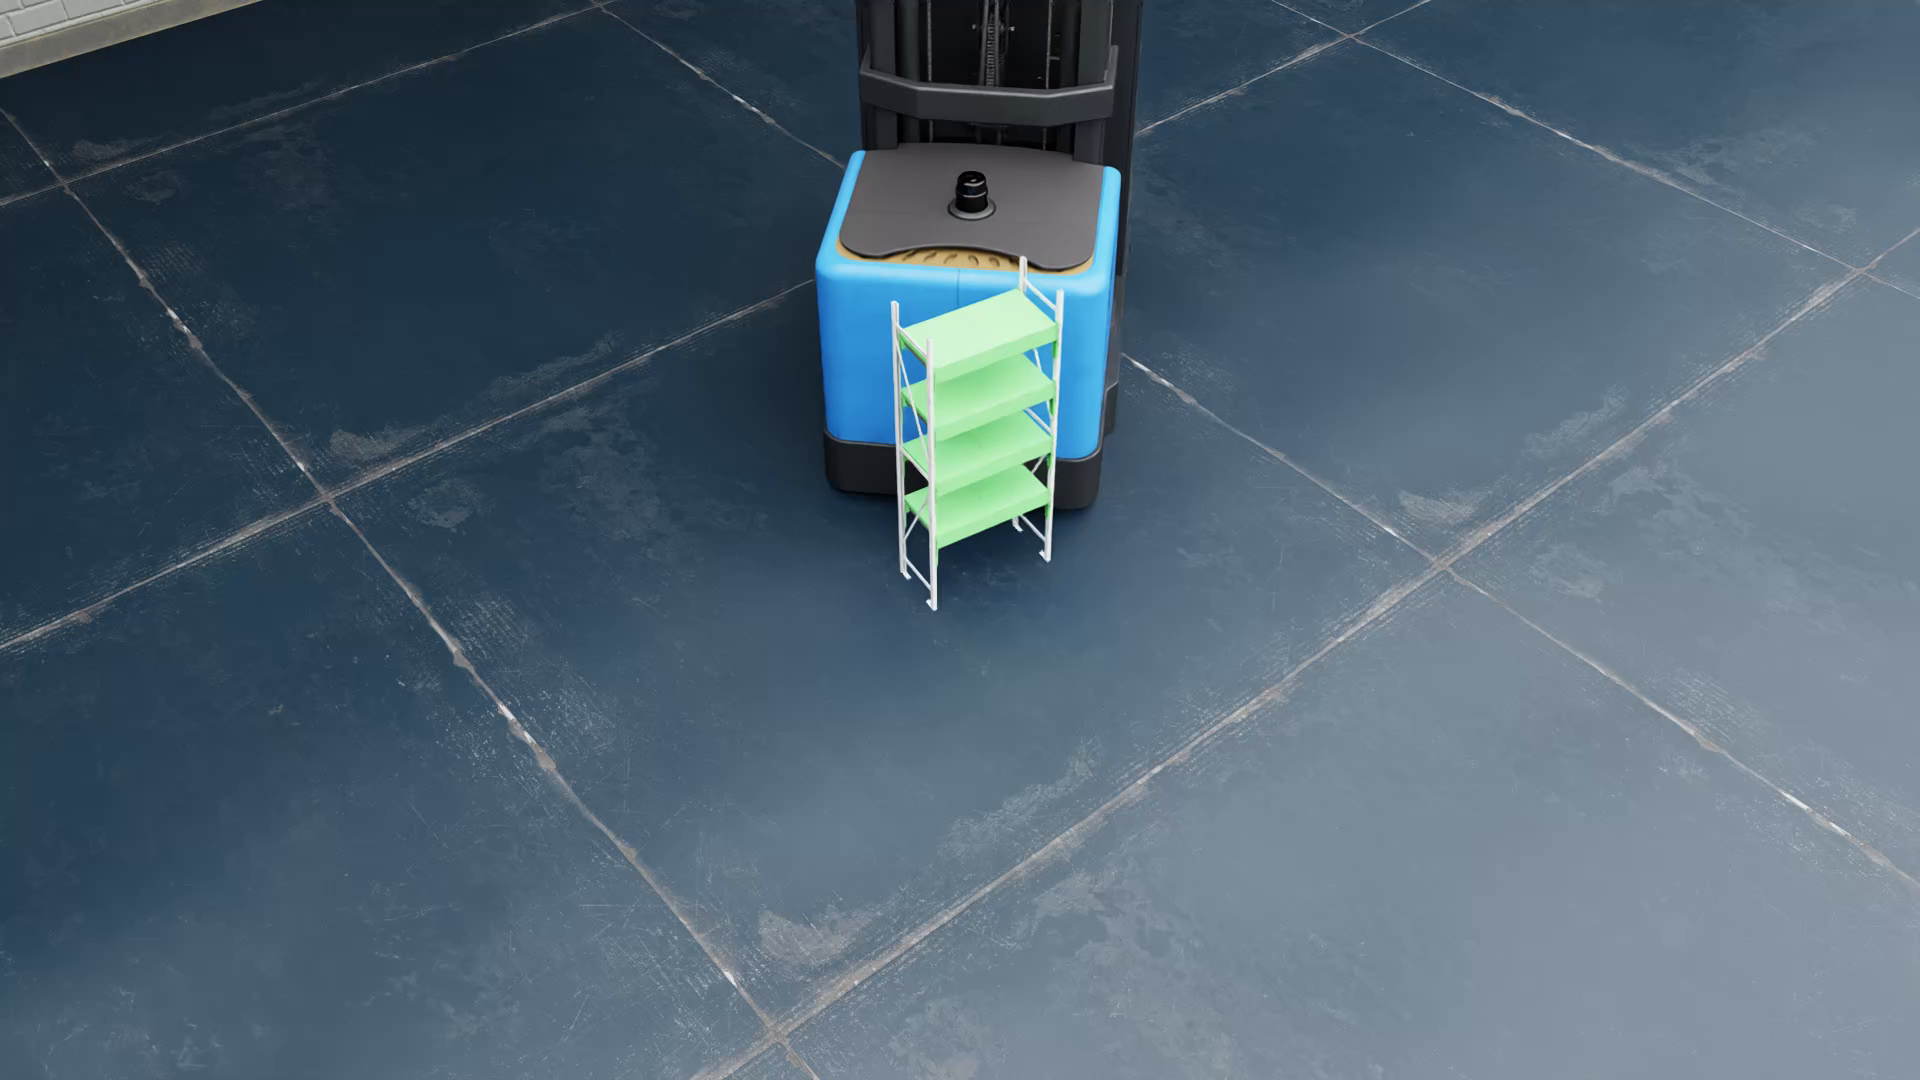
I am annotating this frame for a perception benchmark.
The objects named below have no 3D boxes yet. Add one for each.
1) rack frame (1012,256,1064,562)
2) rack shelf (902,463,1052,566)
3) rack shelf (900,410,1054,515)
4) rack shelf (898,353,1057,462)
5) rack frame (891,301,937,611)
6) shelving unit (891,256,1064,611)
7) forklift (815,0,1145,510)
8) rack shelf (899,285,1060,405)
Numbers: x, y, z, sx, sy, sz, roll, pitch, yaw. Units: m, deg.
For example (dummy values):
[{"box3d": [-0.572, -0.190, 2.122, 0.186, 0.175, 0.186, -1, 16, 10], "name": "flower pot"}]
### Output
[{"box3d": [0.266, -0.428, 5.829, 0.015, 1.200, 0.240, -23, 48, -22], "name": "rack frame"}, {"box3d": [0.057, -0.120, 5.945, 0.480, 0.148, 0.258, -23, 48, -22], "name": "rack shelf"}, {"box3d": [0.057, -0.294, 5.780, 0.480, 0.148, 0.258, -23, 48, -22], "name": "rack shelf"}, {"box3d": [0.057, -0.469, 5.616, 0.480, 0.148, 0.258, -23, 48, -22], "name": "rack shelf"}, {"box3d": [-0.151, -0.254, 5.644, 0.015, 1.200, 0.240, -23, 48, -22], "name": "rack frame"}, {"box3d": [0.057, -0.341, 5.737, 0.503, 1.200, 0.258, -23, 48, -22], "name": "shelving unit"}, {"box3d": [0.181, -2.195, 6.446, 1.130, 2.935, 3.031, 5, 43, 5], "name": "forklift"}, {"box3d": [0.057, -0.644, 5.452, 0.480, 0.148, 0.258, -23, 48, -22], "name": "rack shelf"}]
